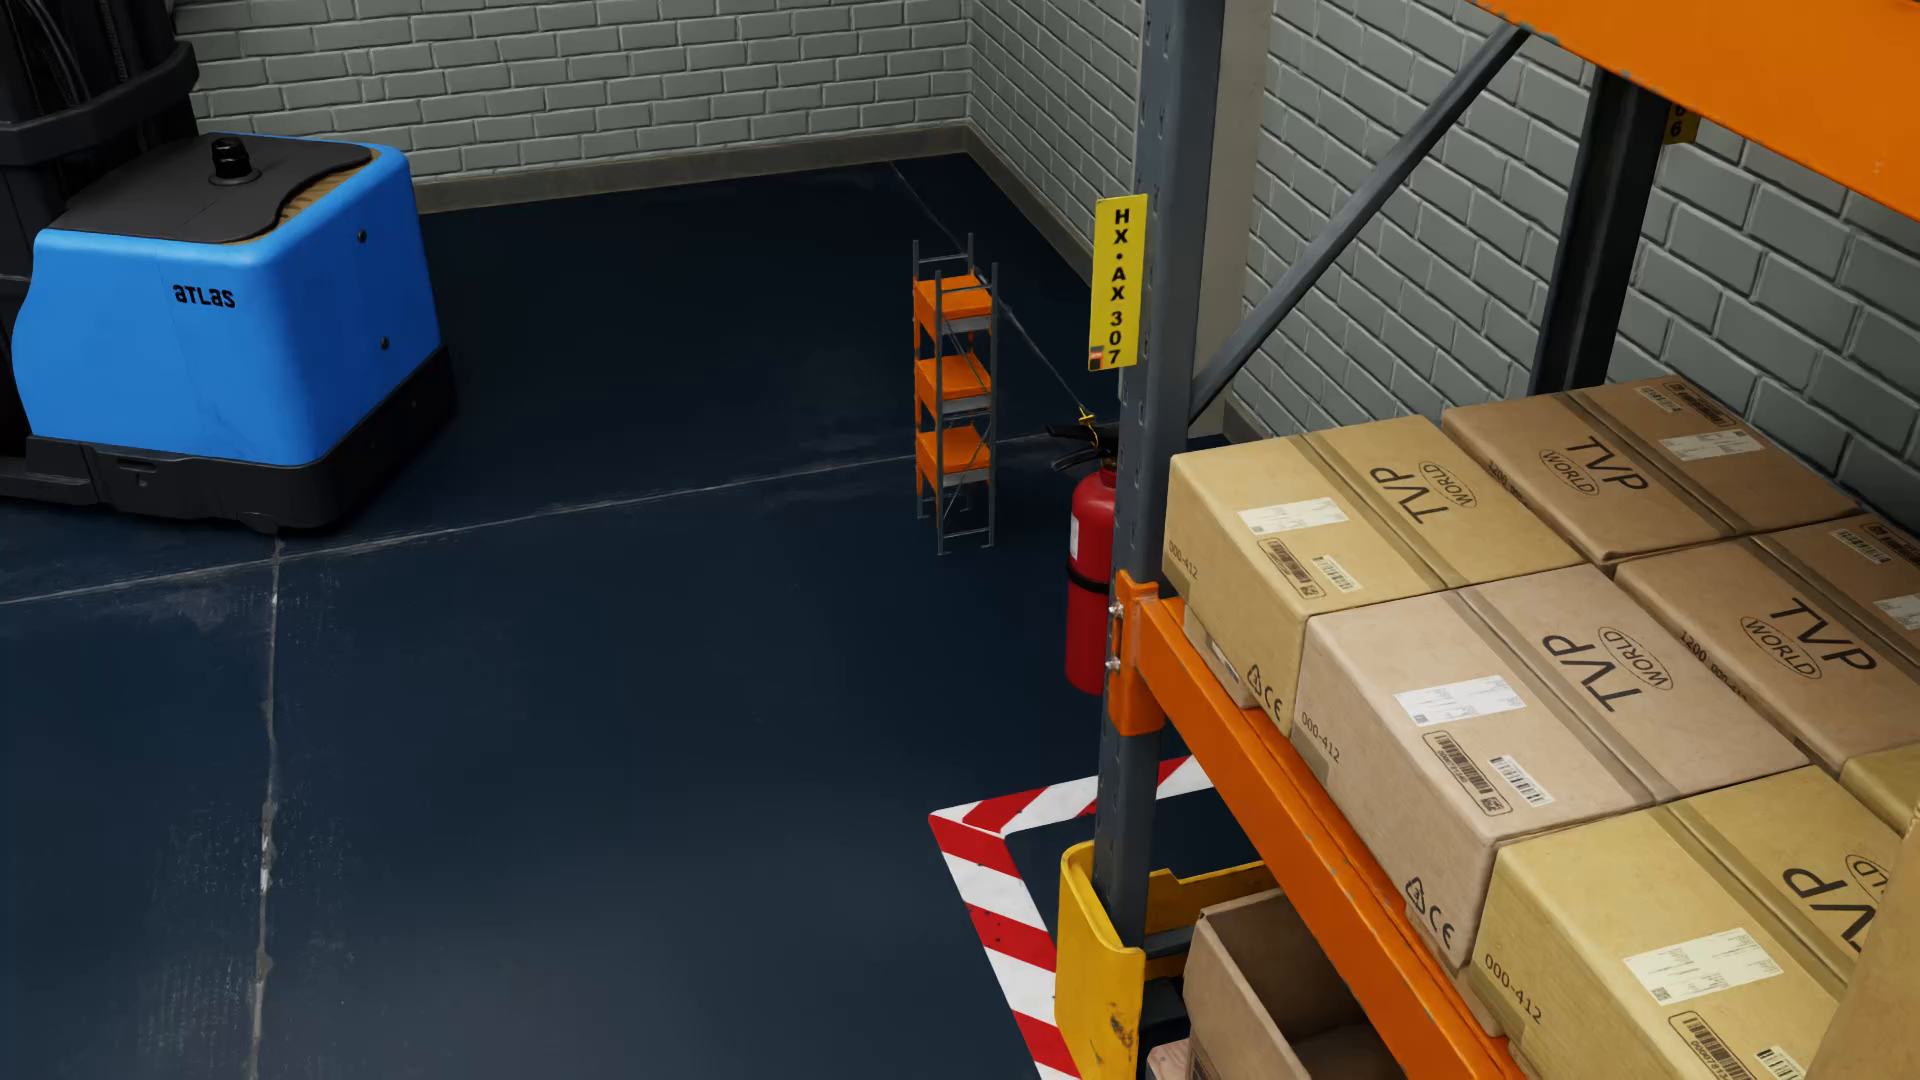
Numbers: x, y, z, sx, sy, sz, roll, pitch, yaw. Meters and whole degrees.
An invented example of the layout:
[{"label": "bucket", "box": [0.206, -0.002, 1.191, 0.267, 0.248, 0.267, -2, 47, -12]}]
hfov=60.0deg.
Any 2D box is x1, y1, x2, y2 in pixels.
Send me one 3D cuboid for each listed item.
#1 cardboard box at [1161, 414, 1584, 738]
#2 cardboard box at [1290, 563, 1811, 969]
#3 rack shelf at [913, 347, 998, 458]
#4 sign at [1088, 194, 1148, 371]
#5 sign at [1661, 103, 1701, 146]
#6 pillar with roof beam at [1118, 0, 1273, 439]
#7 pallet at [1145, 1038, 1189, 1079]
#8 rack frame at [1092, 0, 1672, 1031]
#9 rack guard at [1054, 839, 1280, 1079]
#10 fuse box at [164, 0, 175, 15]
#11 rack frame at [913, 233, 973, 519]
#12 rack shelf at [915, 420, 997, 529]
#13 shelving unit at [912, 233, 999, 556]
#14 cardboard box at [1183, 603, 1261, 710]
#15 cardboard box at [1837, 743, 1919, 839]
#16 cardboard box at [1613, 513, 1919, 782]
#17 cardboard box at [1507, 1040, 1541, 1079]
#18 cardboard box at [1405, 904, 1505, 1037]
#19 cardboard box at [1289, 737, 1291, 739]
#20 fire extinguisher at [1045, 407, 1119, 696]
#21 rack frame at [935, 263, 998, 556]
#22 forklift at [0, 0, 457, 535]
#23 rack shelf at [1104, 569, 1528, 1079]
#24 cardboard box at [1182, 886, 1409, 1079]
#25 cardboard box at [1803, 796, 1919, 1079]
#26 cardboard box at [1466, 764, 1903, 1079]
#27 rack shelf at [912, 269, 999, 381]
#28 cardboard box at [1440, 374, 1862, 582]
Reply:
[{"label": "cardboard box", "box": [0.678, 0.043, 2.830, 0.500, 0.250, 0.500, -10, 35, -14]}, {"label": "cardboard box", "box": [0.832, 0.308, 2.430, 0.500, 0.250, 0.500, -10, 35, -14]}, {"label": "rack shelf", "box": [-0.016, -0.457, 5.509, 0.215, 0.259, 0.240, -10, 35, -15]}, {"label": "sign", "box": [0.279, -0.449, 2.923, 0.100, 0.325, 0.005, -10, 35, -15]}, {"label": "sign", "box": [1.331, -0.877, 3.019, 0.100, 0.325, 0.005, -10, 35, -15]}, {"label": "pillar with roof beam", "box": [-3.268, -3.525, 2.922, 9.100, 9.000, 0.400, -10, 35, -15]}, {"label": "pallet", "box": [1.063, 1.443, 3.375, 1.003, 0.211, 1.213, -10, 35, -15]}, {"label": "rack frame", "box": [0.796, -0.179, 3.300, 1.000, 3.000, 0.127, -10, 35, -15]}, {"label": "rack guard", "box": [0.819, 0.904, 3.929, 1.175, 0.500, 0.348, -10, 35, -15]}, {"label": "fuse box", "box": [-3.627, -2.038, 7.282, 0.539, 1.711, 0.414, -10, 35, -15]}, {"label": "rack frame", "box": [-0.054, -0.530, 5.600, 0.200, 1.050, 0.008, -10, 35, -15]}, {"label": "rack shelf", "box": [-0.016, -0.225, 5.662, 0.215, 0.259, 0.240, -10, 35, -15]}, {"label": "shelving unit", "box": [-0.016, -0.466, 5.503, 0.215, 1.050, 0.252, -10, 35, -15]}, {"label": "cardboard box", "box": [0.635, 0.145, 3.038, 0.380, 0.149, 0.250, -10, 35, -15]}, {"label": "cardboard box", "box": [1.492, 0.488, 2.157, 0.500, 0.250, 0.500, -9, 34, -13]}, {"label": "cardboard box", "box": [1.345, 0.227, 2.551, 0.500, 0.250, 0.500, -10, 35, -15]}, {"label": "cardboard box", "box": [0.975, 0.684, 2.222, 0.380, 0.149, 0.250, -9, 35, -14]}, {"label": "cardboard box", "box": [0.889, 0.546, 2.431, 0.380, 0.149, 0.250, -9, 34, -13]}, {"label": "cardboard box", "box": [0.757, 0.270, 2.848, 0.380, 0.149, 0.250, -9, 35, -14]}, {"label": "fire extinguisher", "box": [0.311, 0.009, 3.423, 0.296, 0.674, 0.183, -10, 35, -15]}, {"label": "rack frame", "box": [0.021, -0.402, 5.406, 0.200, 1.050, 0.008, -10, 35, -15]}, {"label": "forklift", "box": [-3.526, -1.654, 5.594, 3.031, 2.935, 1.130, 7, 34, 10]}, {"label": "rack shelf", "box": [1.406, 1.171, 1.909, 1.077, 0.370, 4.000, -10, 35, -15]}, {"label": "cardboard box", "box": [0.892, 1.024, 3.362, 0.797, 0.503, 0.637, -11, 35, -17]}, {"label": "cardboard box", "box": [1.136, 0.518, 1.432, 0.500, 0.500, 0.500, -9, 35, -14]}, {"label": "cardboard box", "box": [0.990, 0.573, 2.028, 0.500, 0.250, 0.500, -11, 35, -16]}, {"label": "rack shelf", "box": [-0.016, -0.694, 5.352, 0.215, 0.259, 0.240, -10, 35, -15]}, {"label": "cardboard box", "box": [1.189, -0.044, 2.961, 0.500, 0.250, 0.500, -9, 35, -13]}]
